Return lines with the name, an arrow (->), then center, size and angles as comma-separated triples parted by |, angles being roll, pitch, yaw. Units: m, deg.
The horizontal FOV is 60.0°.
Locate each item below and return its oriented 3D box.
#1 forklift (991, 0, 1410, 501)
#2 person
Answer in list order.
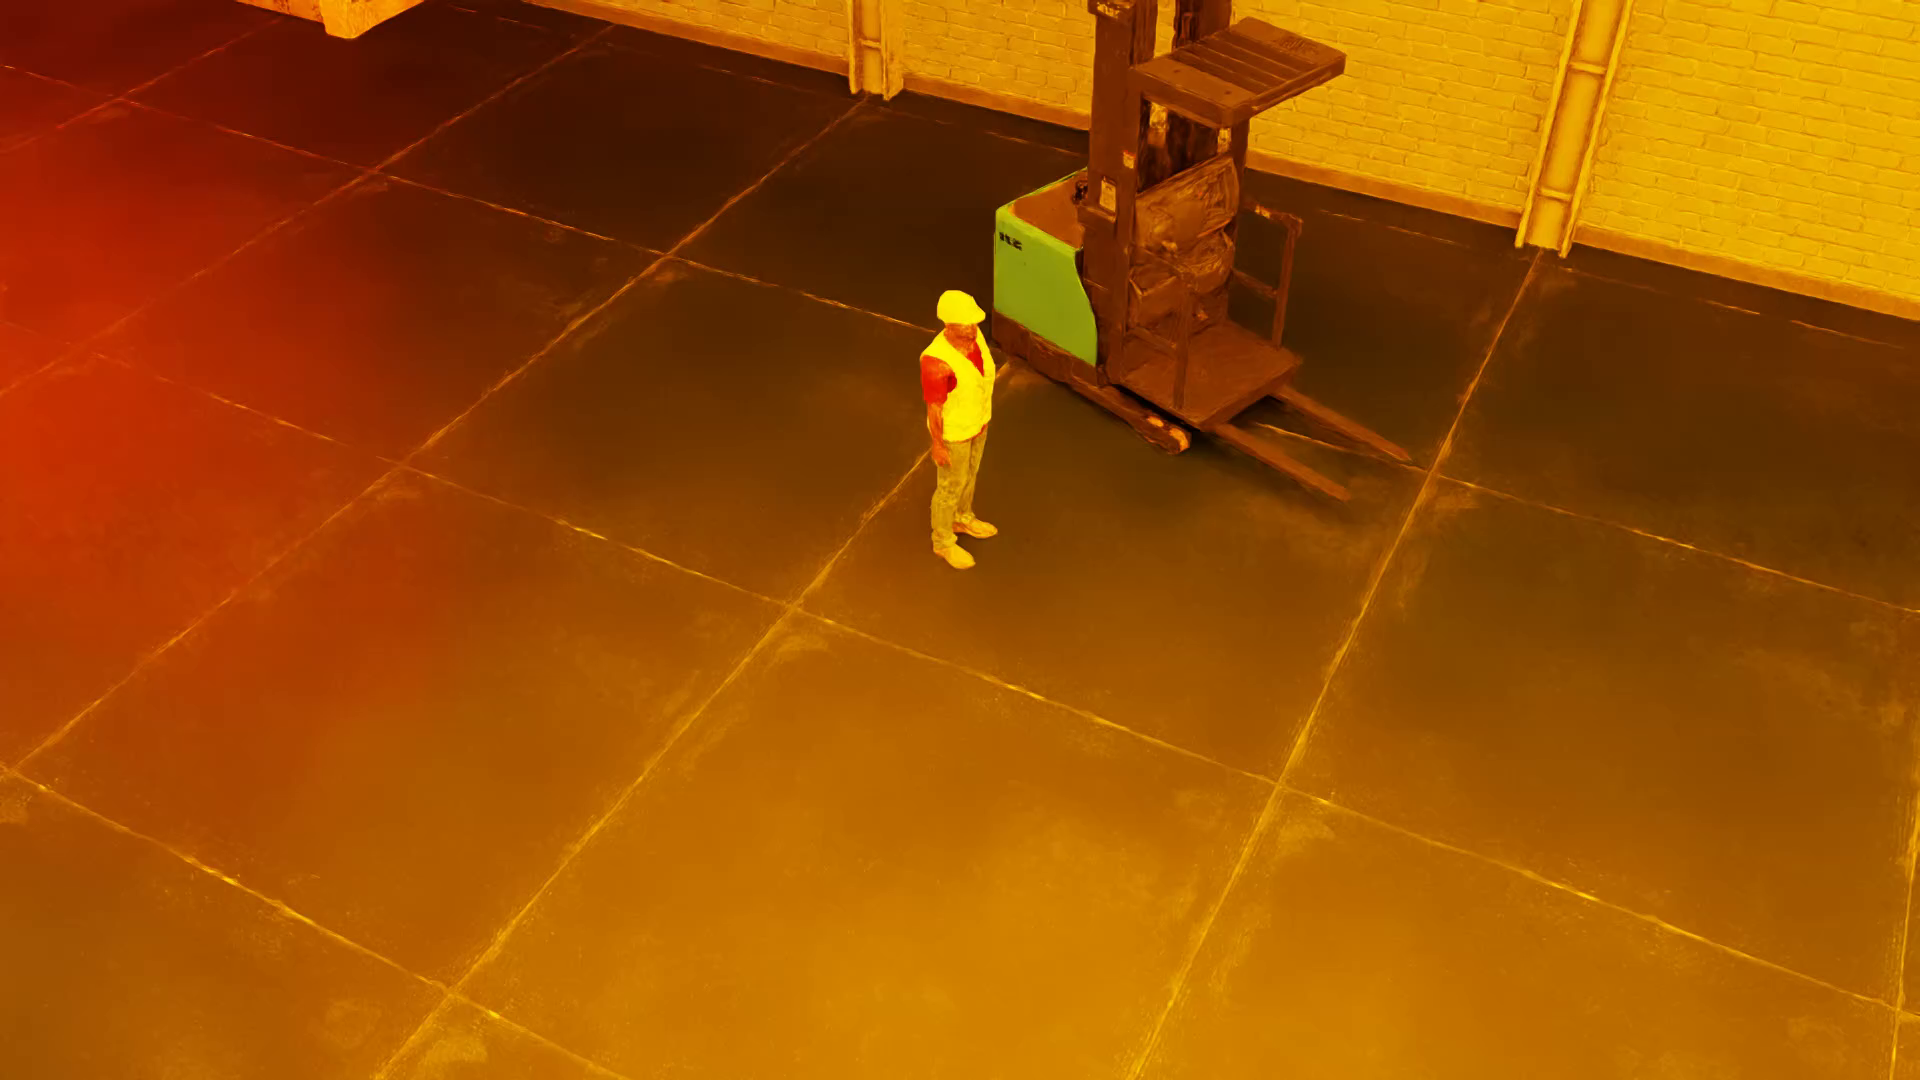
forklift -> 1.587, -2.056, 10.428 | 1.130, 2.935, 3.031 | -31, 49, -31
person -> 0.012, -0.673, 9.689 | 0.367, 1.771, 0.559 | 18, 43, 21
